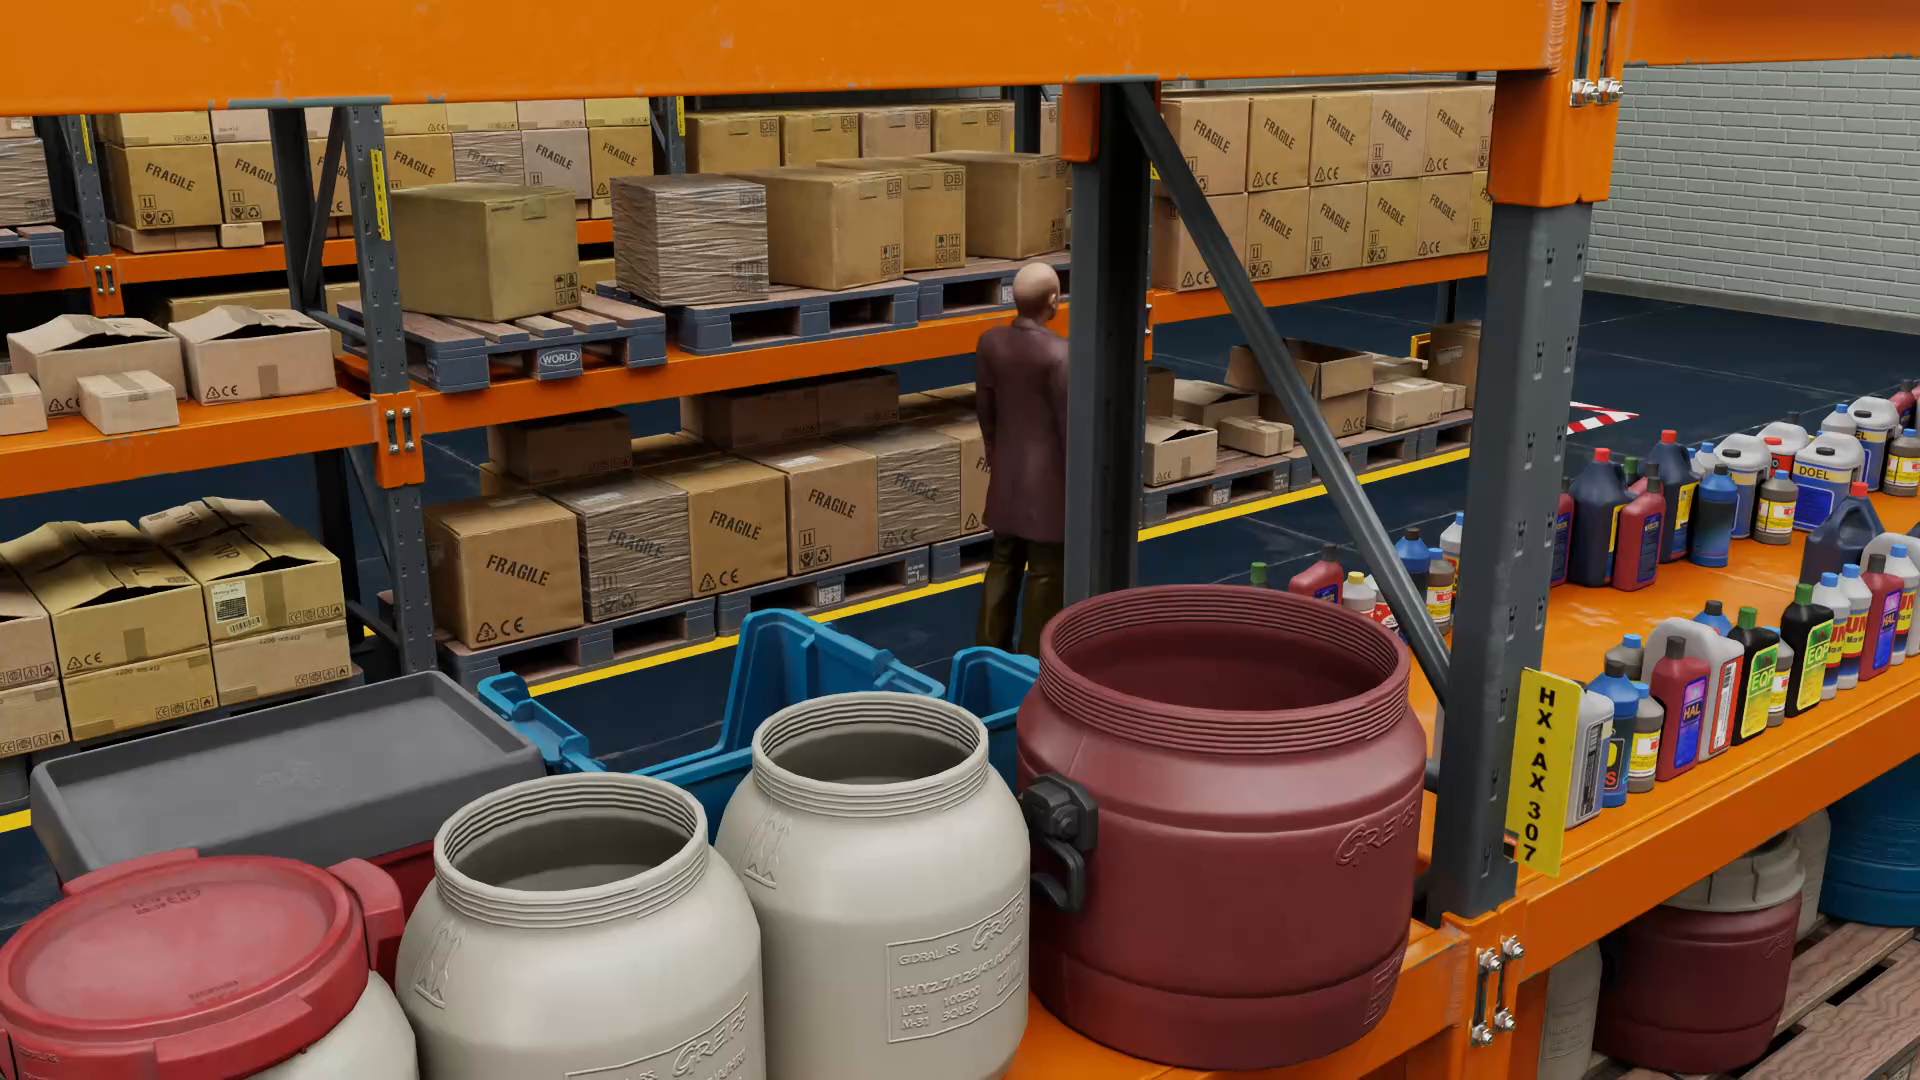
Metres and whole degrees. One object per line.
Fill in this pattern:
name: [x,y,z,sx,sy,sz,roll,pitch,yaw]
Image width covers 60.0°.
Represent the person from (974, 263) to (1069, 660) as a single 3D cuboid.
person: [0.324,-0.222,6.811,0.432,1.829,0.622,-16,23,-41]
